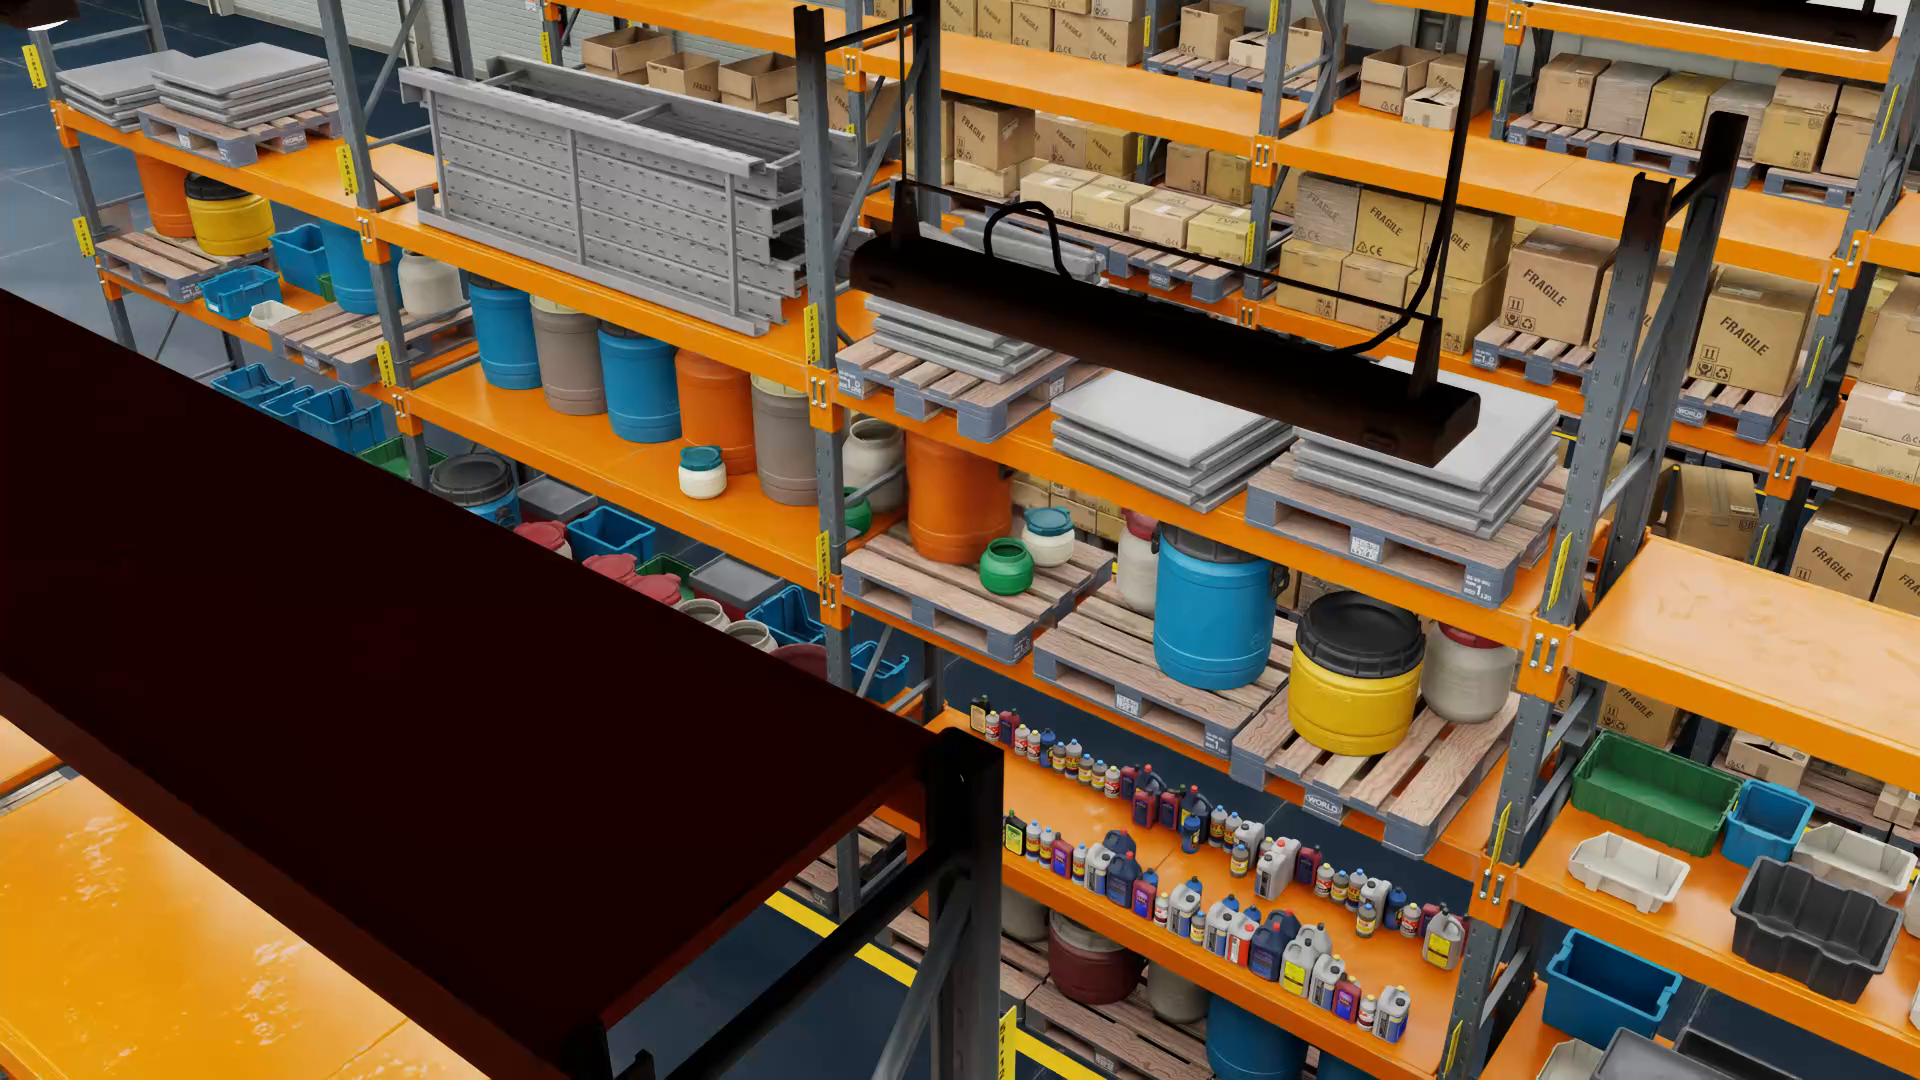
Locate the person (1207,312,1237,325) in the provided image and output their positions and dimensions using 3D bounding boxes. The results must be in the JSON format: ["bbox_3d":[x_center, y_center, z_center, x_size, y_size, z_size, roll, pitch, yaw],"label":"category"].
[{"bbox_3d":[2.769,-2.407,17.548,0.720,1.805,0.596,5,32,9],"label":"person"}]
